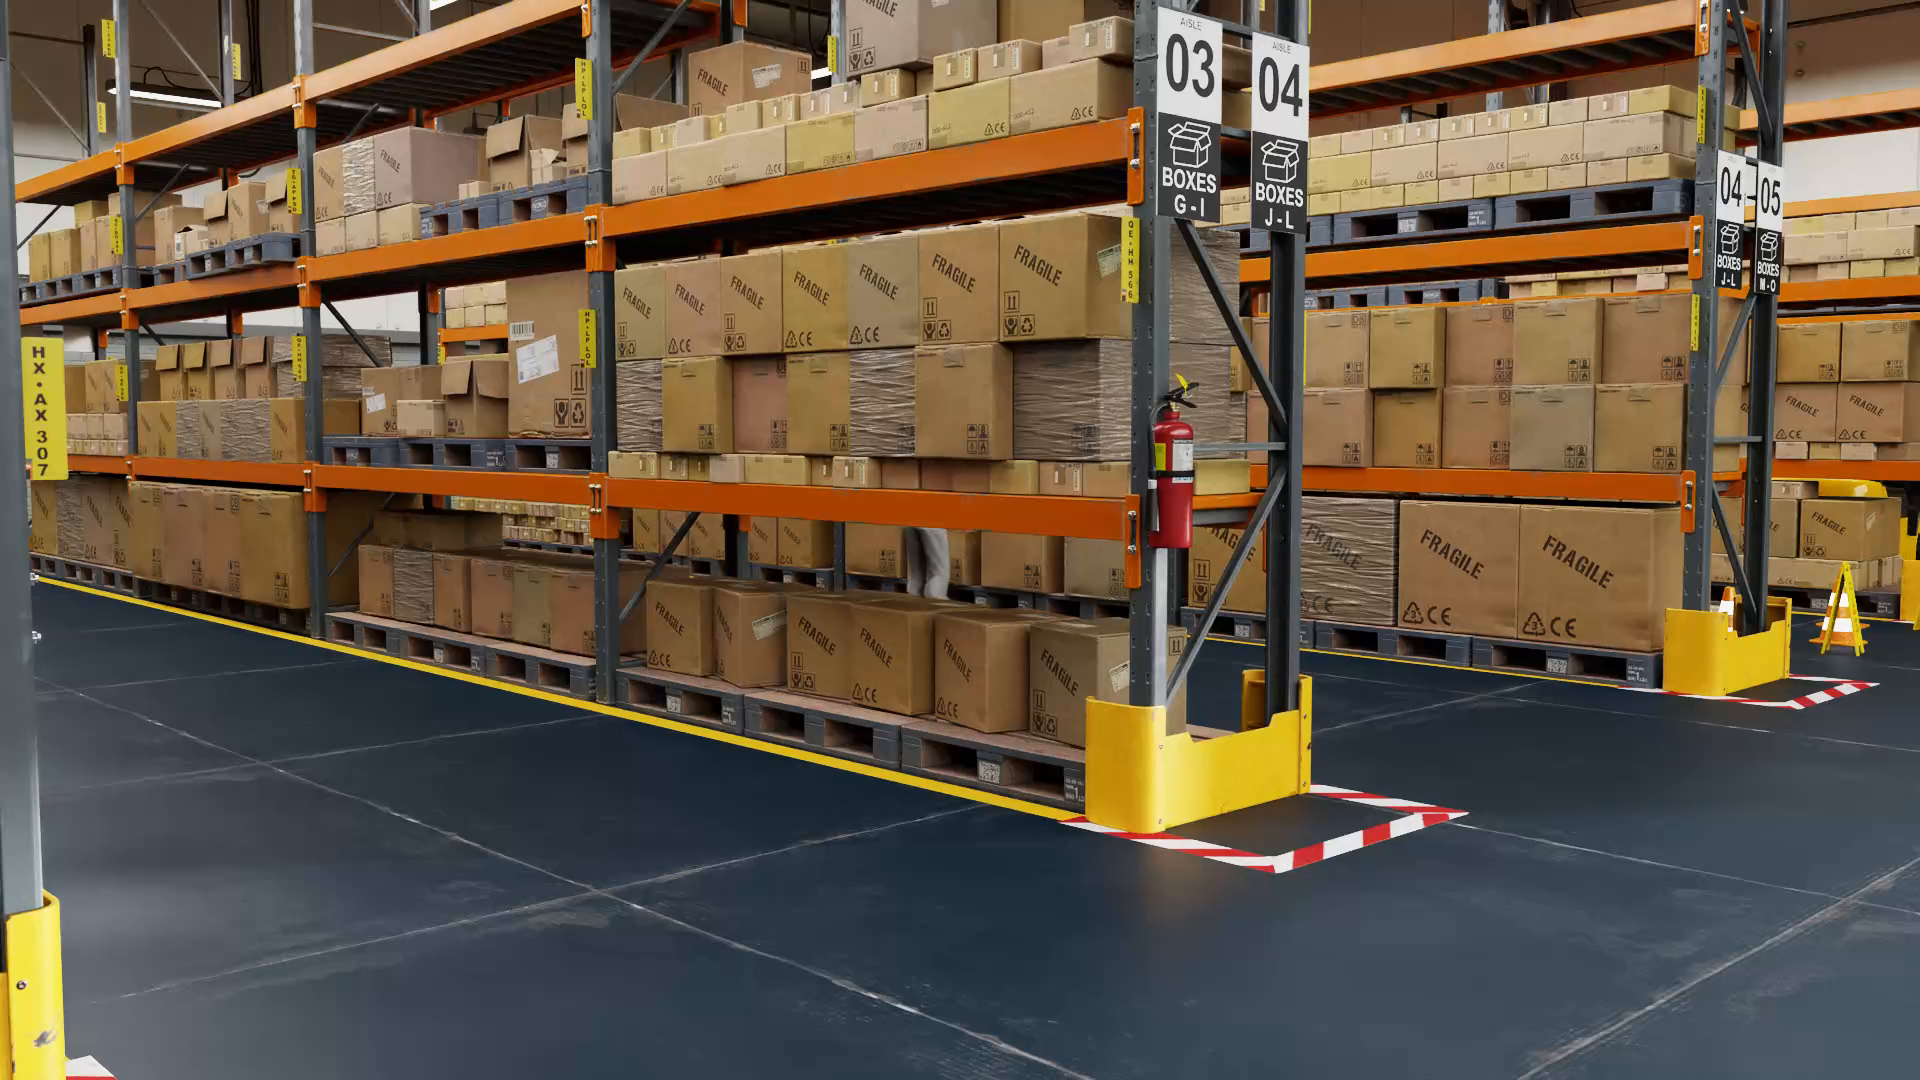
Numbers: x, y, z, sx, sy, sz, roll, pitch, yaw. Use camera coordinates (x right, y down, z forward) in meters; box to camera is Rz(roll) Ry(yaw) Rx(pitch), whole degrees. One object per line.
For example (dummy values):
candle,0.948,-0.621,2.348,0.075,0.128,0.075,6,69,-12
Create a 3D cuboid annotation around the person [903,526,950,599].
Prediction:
person,-0.203,-0.096,12.458,0.525,1.668,0.409,-4,6,-45
